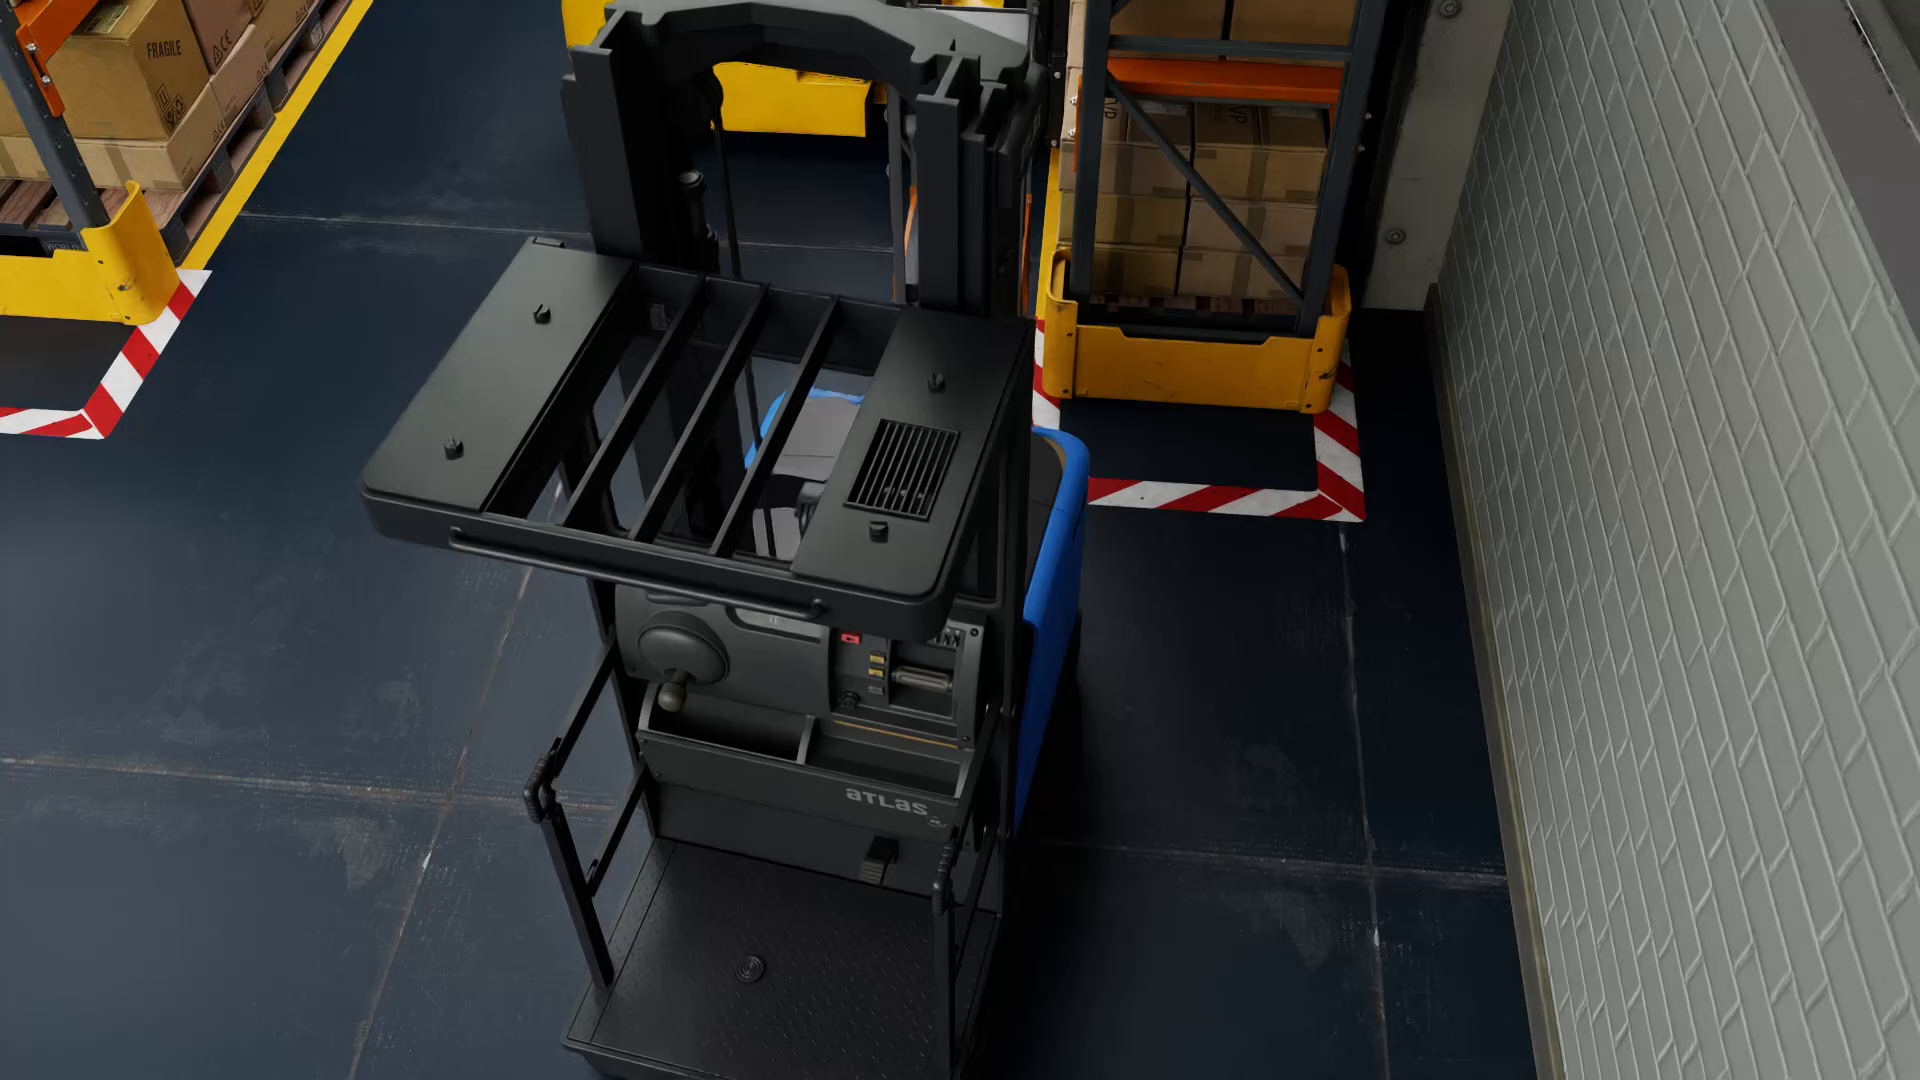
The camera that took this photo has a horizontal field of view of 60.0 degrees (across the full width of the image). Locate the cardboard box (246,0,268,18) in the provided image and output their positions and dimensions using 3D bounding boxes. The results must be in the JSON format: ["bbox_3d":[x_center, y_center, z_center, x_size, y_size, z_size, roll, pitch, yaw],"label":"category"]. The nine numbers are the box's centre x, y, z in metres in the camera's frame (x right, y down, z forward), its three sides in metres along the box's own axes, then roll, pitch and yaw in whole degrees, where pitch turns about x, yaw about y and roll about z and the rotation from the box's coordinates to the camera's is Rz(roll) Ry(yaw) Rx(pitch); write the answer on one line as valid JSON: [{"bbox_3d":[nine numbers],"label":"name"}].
[{"bbox_3d":[-3.564,-2.844,7.889,0.500,0.500,0.500,5,48,4],"label":"cardboard box"}]

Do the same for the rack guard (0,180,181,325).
[{"bbox_3d":[-4.005,-1.245,7.050,1.175,0.500,0.348,4,48,4],"label":"rack guard"}]

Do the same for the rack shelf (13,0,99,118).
[{"bbox_3d":[-3.829,-3.260,7.686,1.077,0.370,4.000,4,48,4],"label":"rack shelf"}]

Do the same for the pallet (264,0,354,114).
[{"bbox_3d":[-3.782,-2.636,8.518,1.003,0.211,1.213,4,48,4],"label":"pallet"}]

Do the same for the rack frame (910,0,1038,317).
[{"bbox_3d":[0.037,-1.010,5.750,0.400,2.100,0.015,4,48,4],"label":"rack frame"}]

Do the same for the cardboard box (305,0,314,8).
[{"bbox_3d":[-3.523,-2.968,8.511,0.500,0.250,0.500,5,48,4],"label":"cardboard box"}]

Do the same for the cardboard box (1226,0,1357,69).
[{"bbox_3d":[1.254,-2.081,6.053,0.500,0.500,0.500,5,48,5],"label":"cardboard box"}]

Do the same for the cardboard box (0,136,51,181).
[{"bbox_3d":[-4.204,-1.876,7.512,0.500,0.250,0.500,4,48,3],"label":"cardboard box"}]

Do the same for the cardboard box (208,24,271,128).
[{"bbox_3d":[-3.608,-2.195,7.804,0.500,0.250,0.500,5,48,5],"label":"cardboard box"}]

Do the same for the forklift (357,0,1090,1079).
[{"bbox_3d":[-0.450,0.377,3.919,1.130,2.935,3.031,11,48,10],"label":"forklift"}]

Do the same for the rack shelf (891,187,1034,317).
[{"bbox_3d":[0.015,-0.821,5.596,0.431,0.518,0.480,4,48,4],"label":"rack shelf"}]

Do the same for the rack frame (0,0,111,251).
[{"bbox_3d":[-4.011,-2.033,6.077,1.000,3.000,0.127,4,48,4],"label":"rack frame"}]

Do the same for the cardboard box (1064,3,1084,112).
[{"bbox_3d":[0.704,-1.988,6.937,0.500,0.250,0.500,5,48,4],"label":"cardboard box"}]

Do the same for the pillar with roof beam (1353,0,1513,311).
[{"bbox_3d":[-2.394,-4.467,4.237,9.100,9.000,0.400,4,48,4],"label":"pillar with roof beam"}]

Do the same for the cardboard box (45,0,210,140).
[{"bbox_3d":[-3.661,-2.091,7.201,0.500,0.500,0.500,2,48,2],"label":"cardboard box"}]

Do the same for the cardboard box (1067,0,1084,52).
[{"bbox_3d":[0.740,-2.359,7.276,0.500,0.250,0.500,4,48,4],"label":"cardboard box"}]

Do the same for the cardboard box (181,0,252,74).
[{"bbox_3d":[-3.618,-2.476,7.552,0.500,0.500,0.500,2,48,2],"label":"cardboard box"}]

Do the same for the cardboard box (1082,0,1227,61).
[{"bbox_3d":[0.715,-2.115,6.084,0.500,0.500,0.500,3,48,3],"label":"cardboard box"}]

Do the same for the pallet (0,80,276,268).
[{"bbox_3d":[-3.895,-1.742,7.700,1.003,0.211,1.213,4,48,4],"label":"pallet"}]

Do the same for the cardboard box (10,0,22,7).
[{"bbox_3d":[-3.774,-2.184,6.385,0.380,0.149,0.250,4,48,4],"label":"cardboard box"}]

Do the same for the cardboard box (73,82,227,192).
[{"bbox_3d":[-3.663,-1.821,7.461,0.500,0.250,0.500,4,48,3],"label":"cardboard box"}]

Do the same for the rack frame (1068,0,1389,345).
[{"bbox_3d":[0.932,-1.702,5.774,1.000,3.000,0.127,4,48,4],"label":"rack frame"}]

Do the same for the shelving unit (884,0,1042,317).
[{"bbox_3d":[0.015,-0.830,5.586,0.431,2.100,0.503,4,48,4],"label":"shelving unit"}]

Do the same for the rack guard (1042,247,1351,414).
[{"bbox_3d":[0.930,-0.841,6.680,1.175,0.500,0.348,4,48,4],"label":"rack guard"}]

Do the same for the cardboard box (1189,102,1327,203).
[{"bbox_3d":[1.164,-1.594,6.576,0.500,0.250,0.500,3,48,3],"label":"cardboard box"}]

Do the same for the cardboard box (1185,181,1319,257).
[{"bbox_3d":[1.182,-1.416,6.752,0.500,0.250,0.500,5,48,4],"label":"cardboard box"}]

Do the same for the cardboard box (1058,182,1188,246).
[{"bbox_3d":[0.665,-1.463,6.795,0.500,0.250,0.500,3,48,3],"label":"cardboard box"}]

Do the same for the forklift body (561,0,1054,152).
[{"bbox_3d":[-0.712,-2.932,7.474,2.313,2.155,1.214,4,48,4],"label":"forklift body"}]

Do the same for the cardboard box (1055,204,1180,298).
[{"bbox_3d":[0.660,-1.282,6.969,0.500,0.250,0.500,4,48,4],"label":"cardboard box"}]

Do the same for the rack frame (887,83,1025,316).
[{"bbox_3d":[-0.007,-0.651,5.422,0.400,2.100,0.015,4,48,4],"label":"rack frame"}]

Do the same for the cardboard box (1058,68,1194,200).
[{"bbox_3d":[0.663,-1.612,6.593,0.500,0.250,0.500,5,48,5],"label":"cardboard box"}]

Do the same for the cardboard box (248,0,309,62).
[{"bbox_3d":[-3.571,-2.597,8.172,0.500,0.250,0.500,7,48,6],"label":"cardboard box"}]

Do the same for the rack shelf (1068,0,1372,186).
[{"bbox_3d":[1.114,-2.929,7.383,1.077,0.370,4.000,4,48,4],"label":"rack shelf"}]

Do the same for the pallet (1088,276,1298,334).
[{"bbox_3d":[0.960,-1.326,7.319,1.003,0.211,1.213,4,48,4],"label":"pallet"}]

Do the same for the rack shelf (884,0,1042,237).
[{"bbox_3d":[0.015,-1.293,5.080,0.431,0.518,0.480,4,48,4],"label":"rack shelf"}]

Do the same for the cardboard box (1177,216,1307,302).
[{"bbox_3d":[1.171,-1.263,6.952,0.500,0.250,0.500,4,48,4],"label":"cardboard box"}]

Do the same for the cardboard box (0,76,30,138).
[{"bbox_3d":[-4.198,-2.106,7.214,0.500,0.500,0.500,4,48,4],"label":"cardboard box"}]
